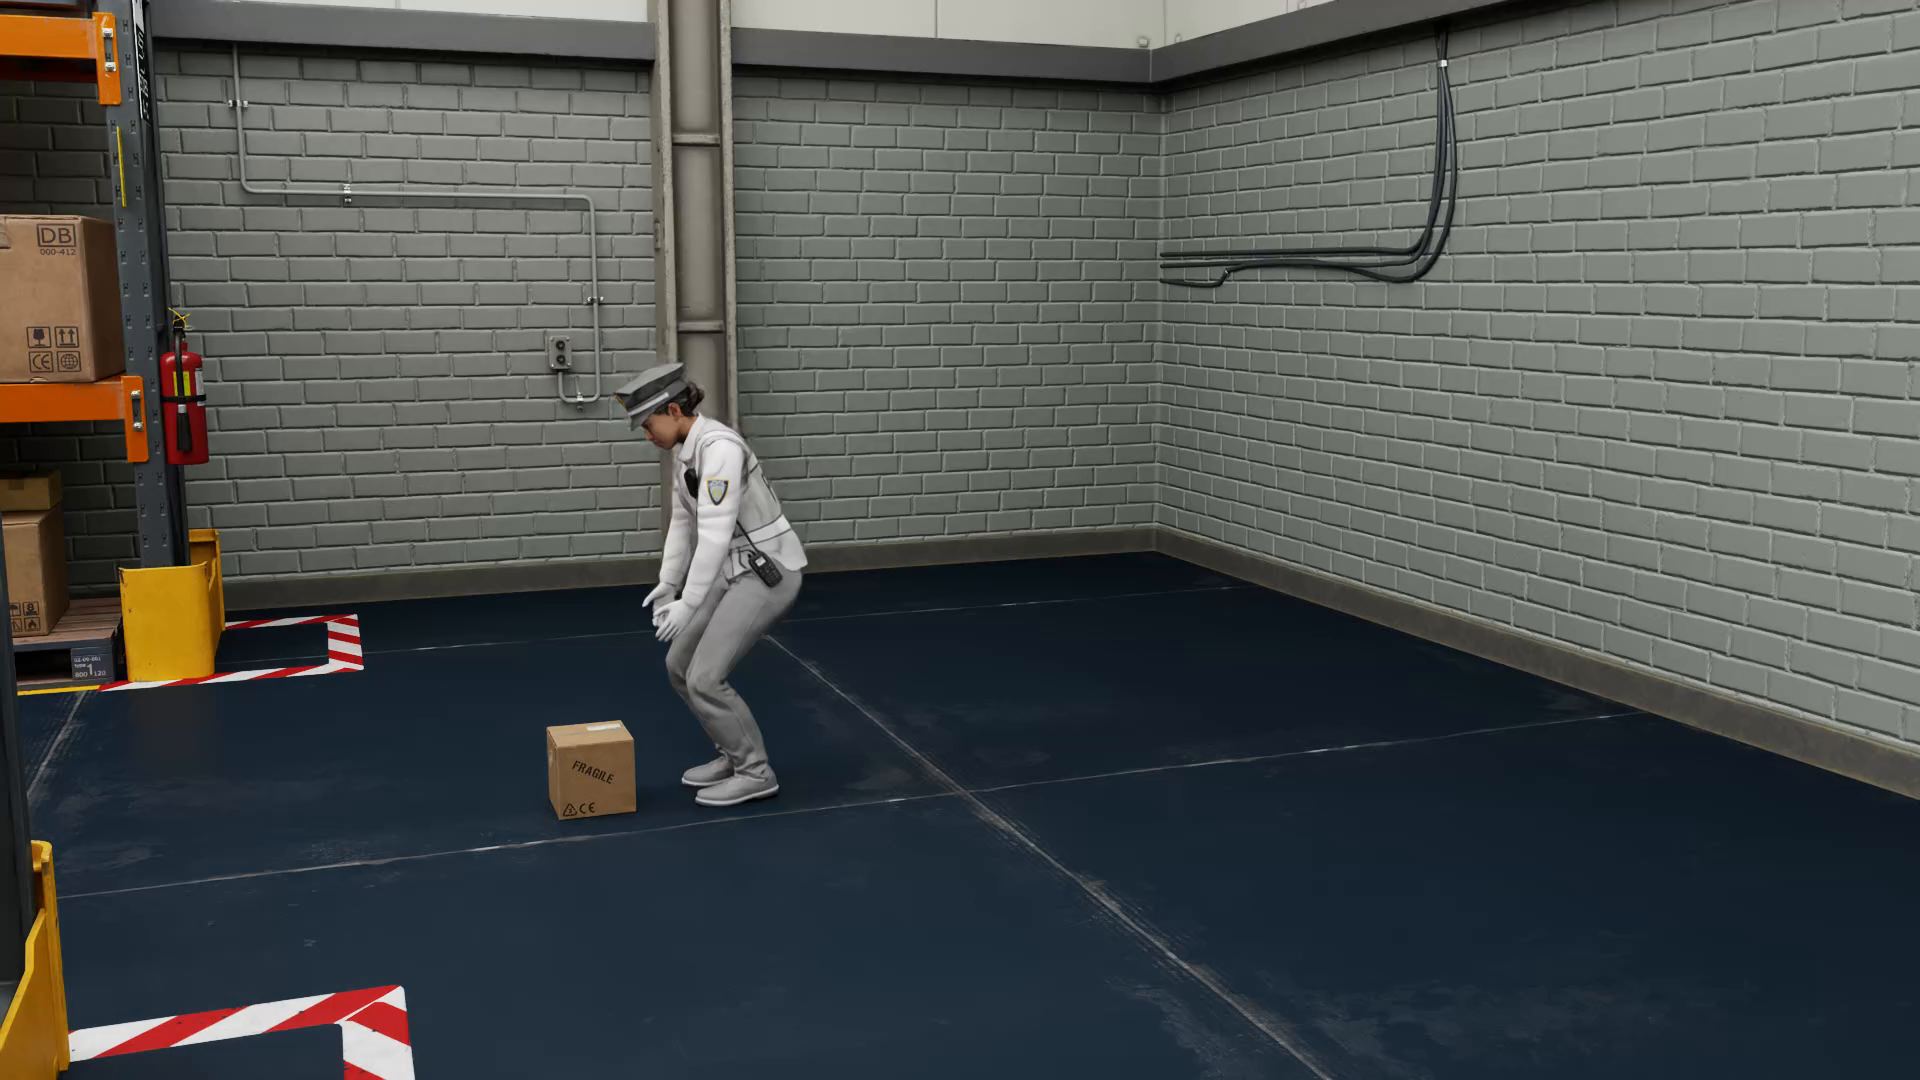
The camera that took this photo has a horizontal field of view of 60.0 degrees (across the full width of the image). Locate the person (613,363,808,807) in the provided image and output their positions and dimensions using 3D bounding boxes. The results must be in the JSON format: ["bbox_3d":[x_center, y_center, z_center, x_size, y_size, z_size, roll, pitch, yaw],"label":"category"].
[{"bbox_3d":[-0.824,0.146,5.570,0.634,1.479,0.531,-3,10,-20],"label":"person"}]
